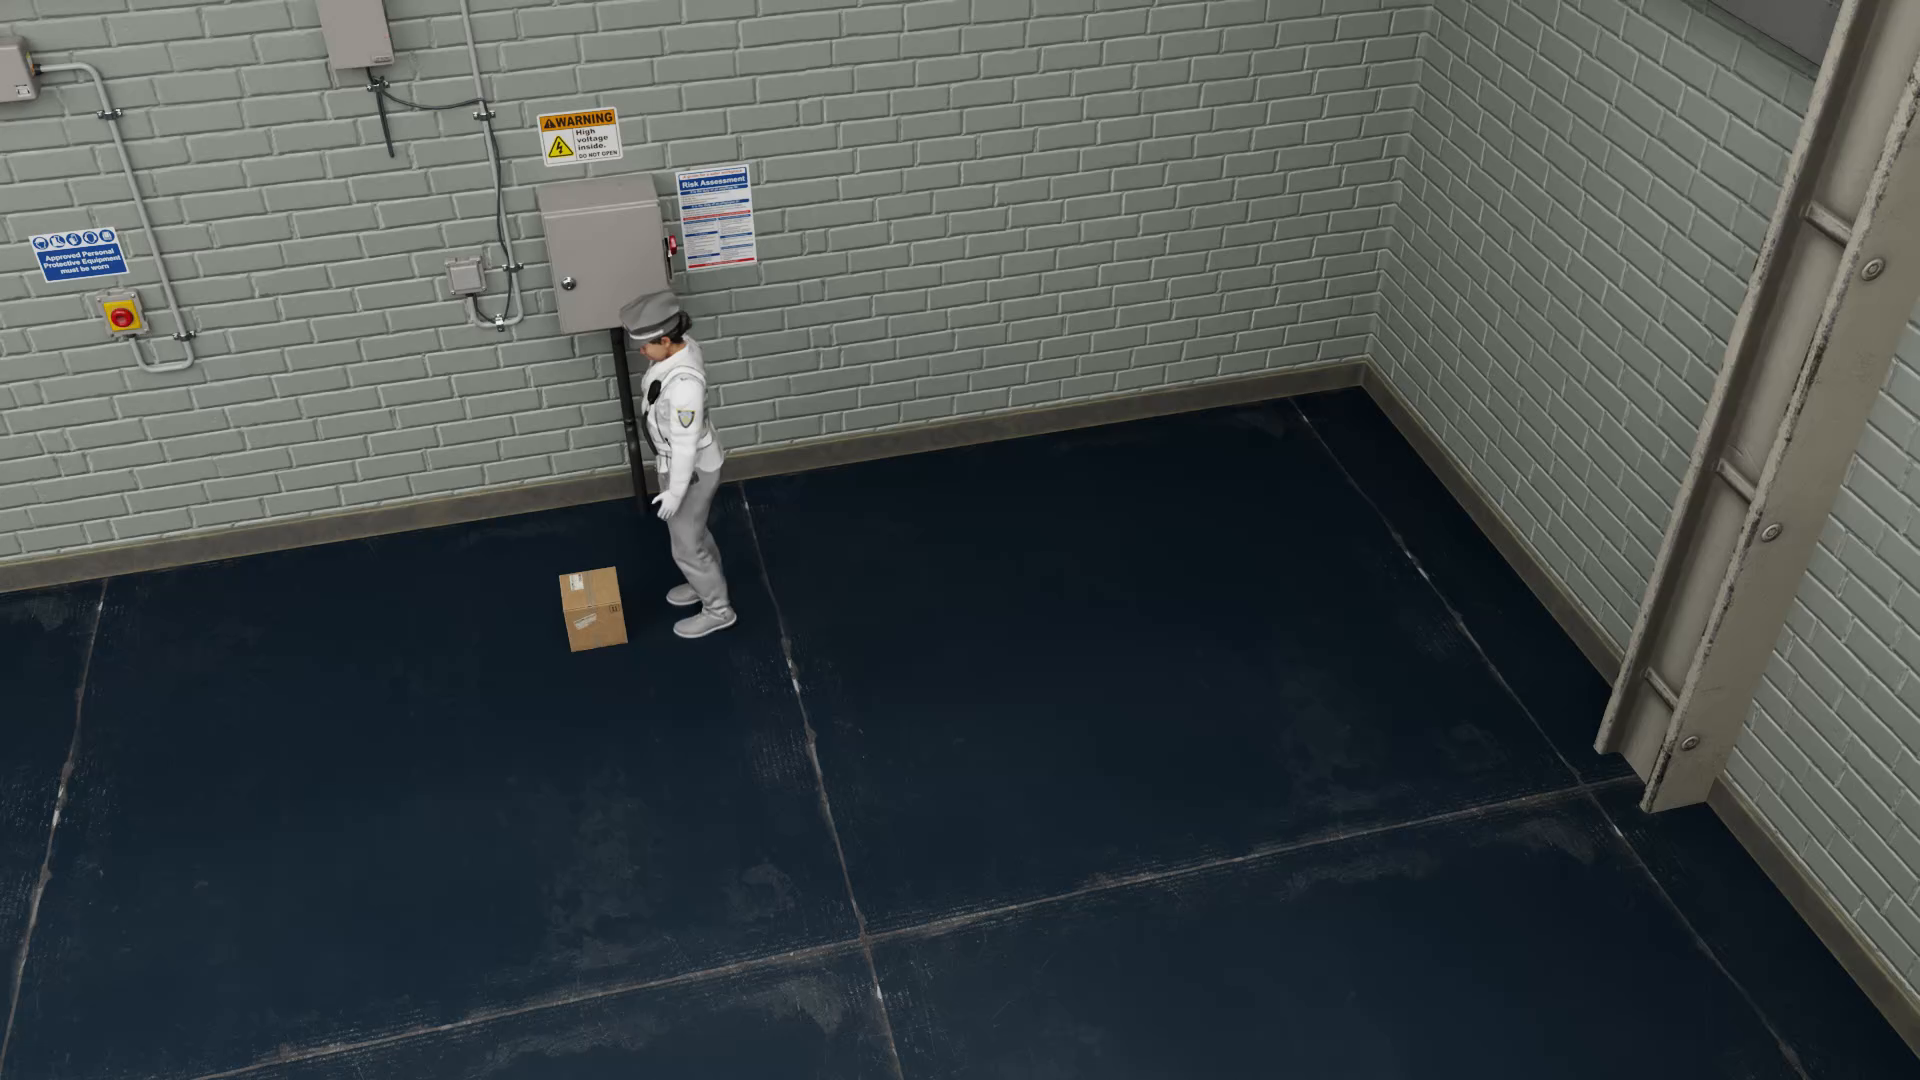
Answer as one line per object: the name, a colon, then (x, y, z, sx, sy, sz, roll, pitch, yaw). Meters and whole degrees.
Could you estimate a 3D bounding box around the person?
person: (-1.174, -0.220, 7.171, 0.328, 1.449, 0.479, -9, 39, -11)
